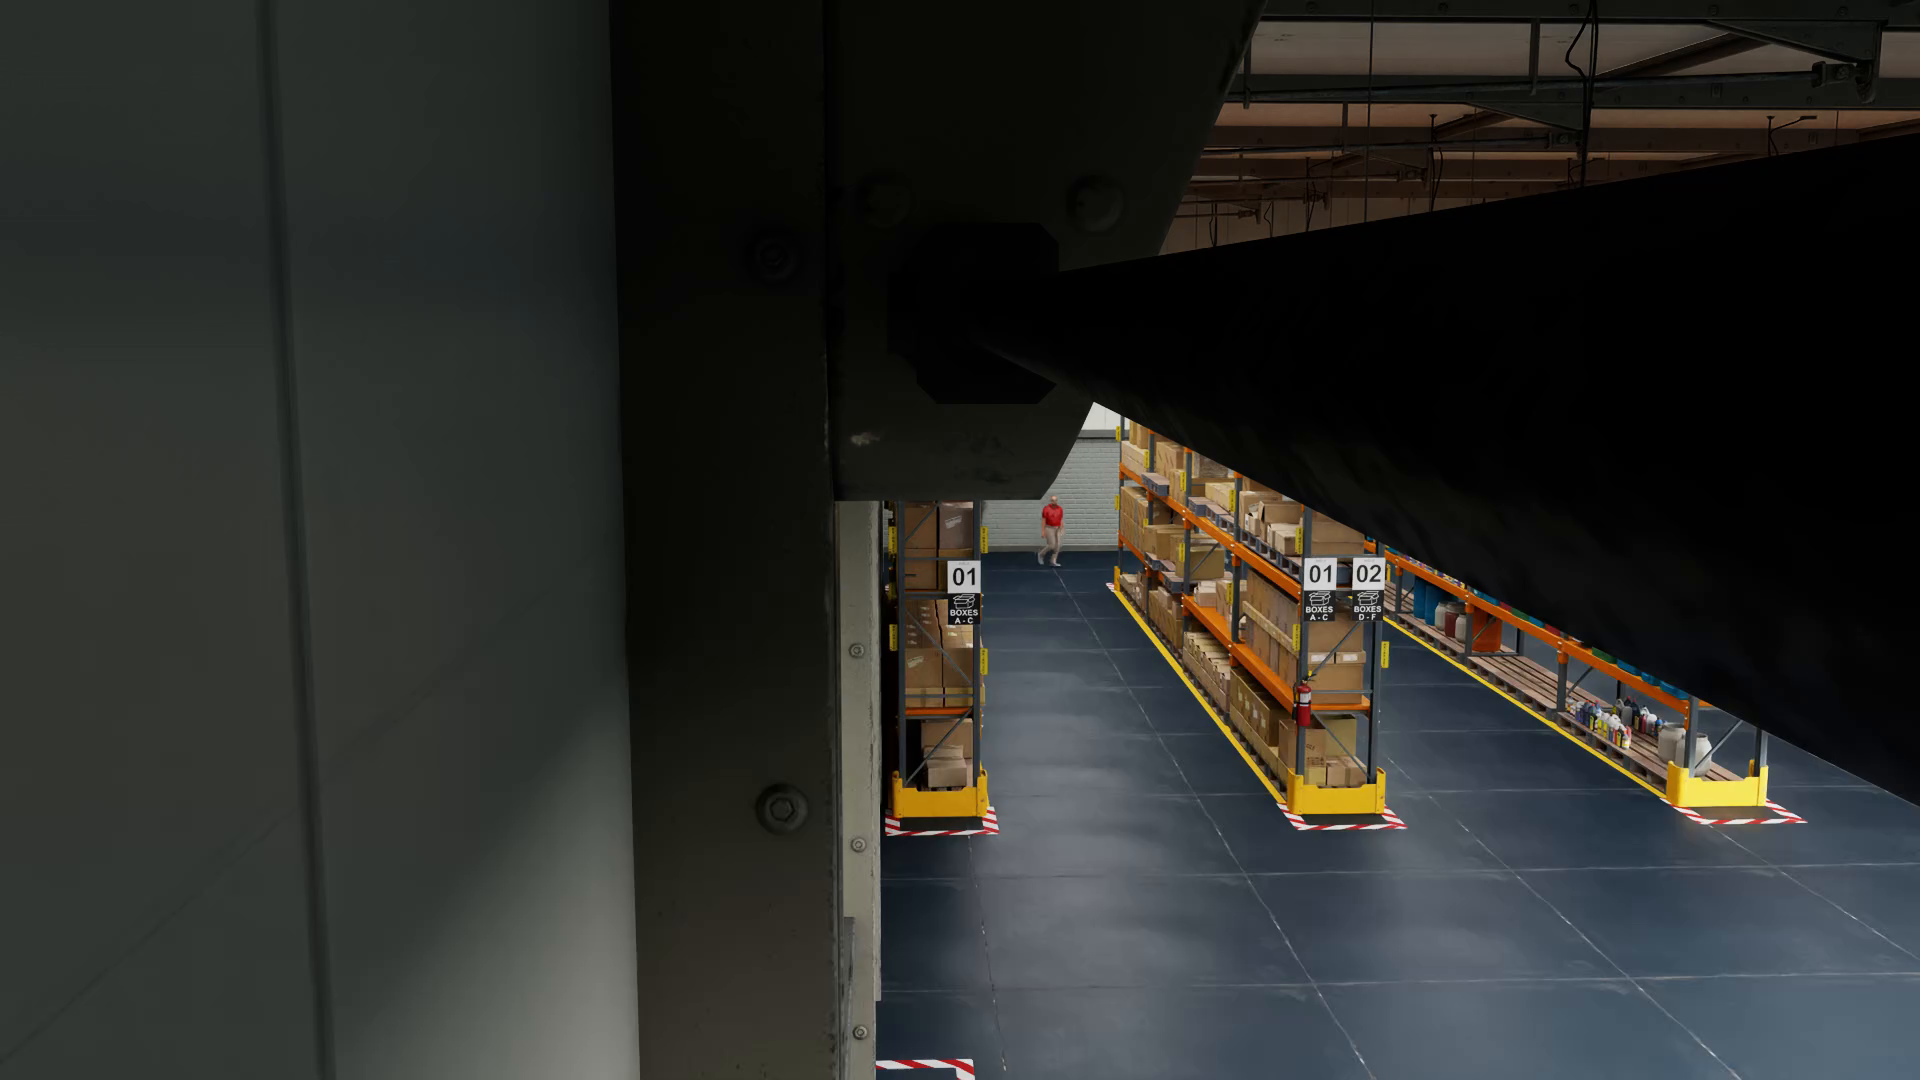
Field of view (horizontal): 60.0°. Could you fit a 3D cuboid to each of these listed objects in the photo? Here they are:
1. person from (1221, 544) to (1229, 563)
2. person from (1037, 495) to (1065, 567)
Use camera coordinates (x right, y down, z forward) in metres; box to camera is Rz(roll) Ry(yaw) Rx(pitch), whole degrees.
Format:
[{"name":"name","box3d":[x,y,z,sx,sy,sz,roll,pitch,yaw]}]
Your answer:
[{"name":"person","box3d":[6.338,-0.293,40.362,0.480,1.699,0.516,-3,9,-19]},{"name":"person","box3d":[2.174,-0.221,39.582,0.568,1.711,0.541,6,10,37]}]
